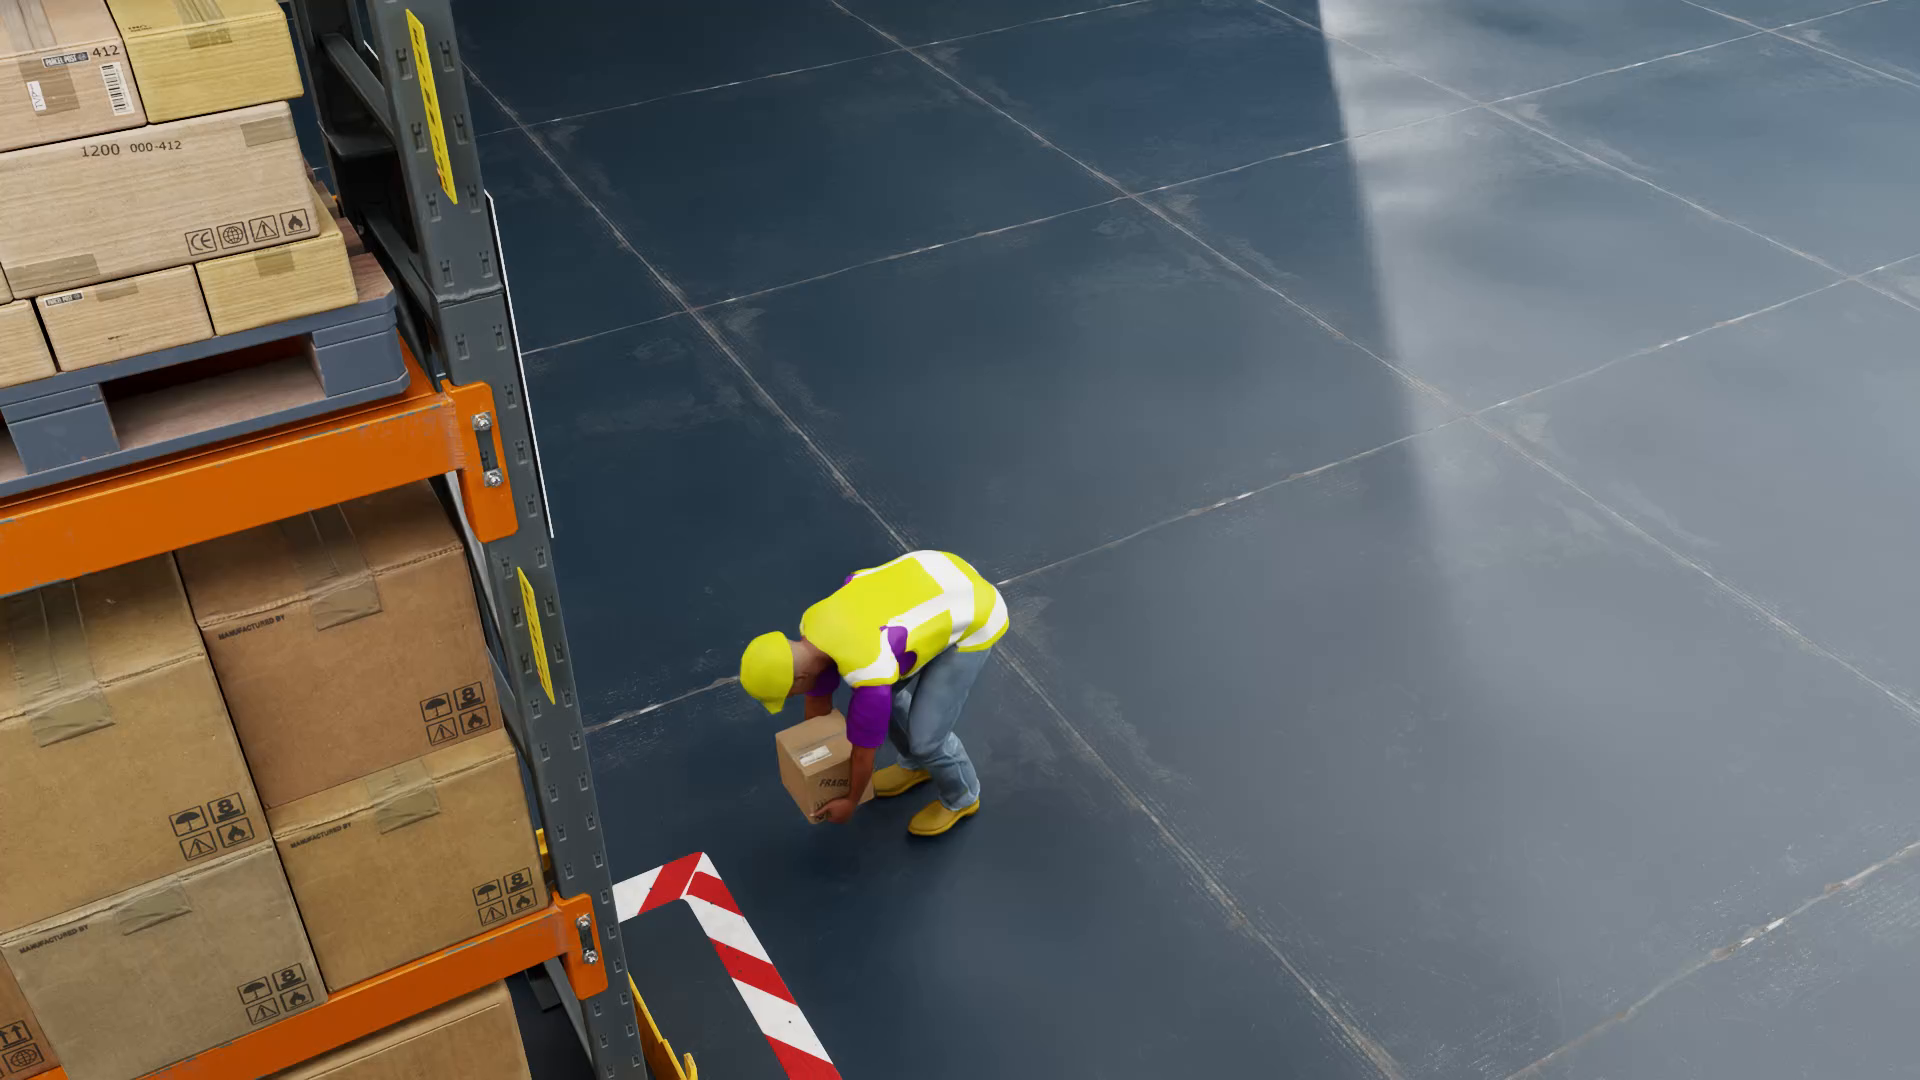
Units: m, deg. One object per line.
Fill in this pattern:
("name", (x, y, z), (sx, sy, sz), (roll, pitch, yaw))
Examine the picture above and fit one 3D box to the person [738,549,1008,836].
("person", (-0.302, 0.600, 5.879), (0.981, 1.096, 0.477), (-21, 41, -25))
